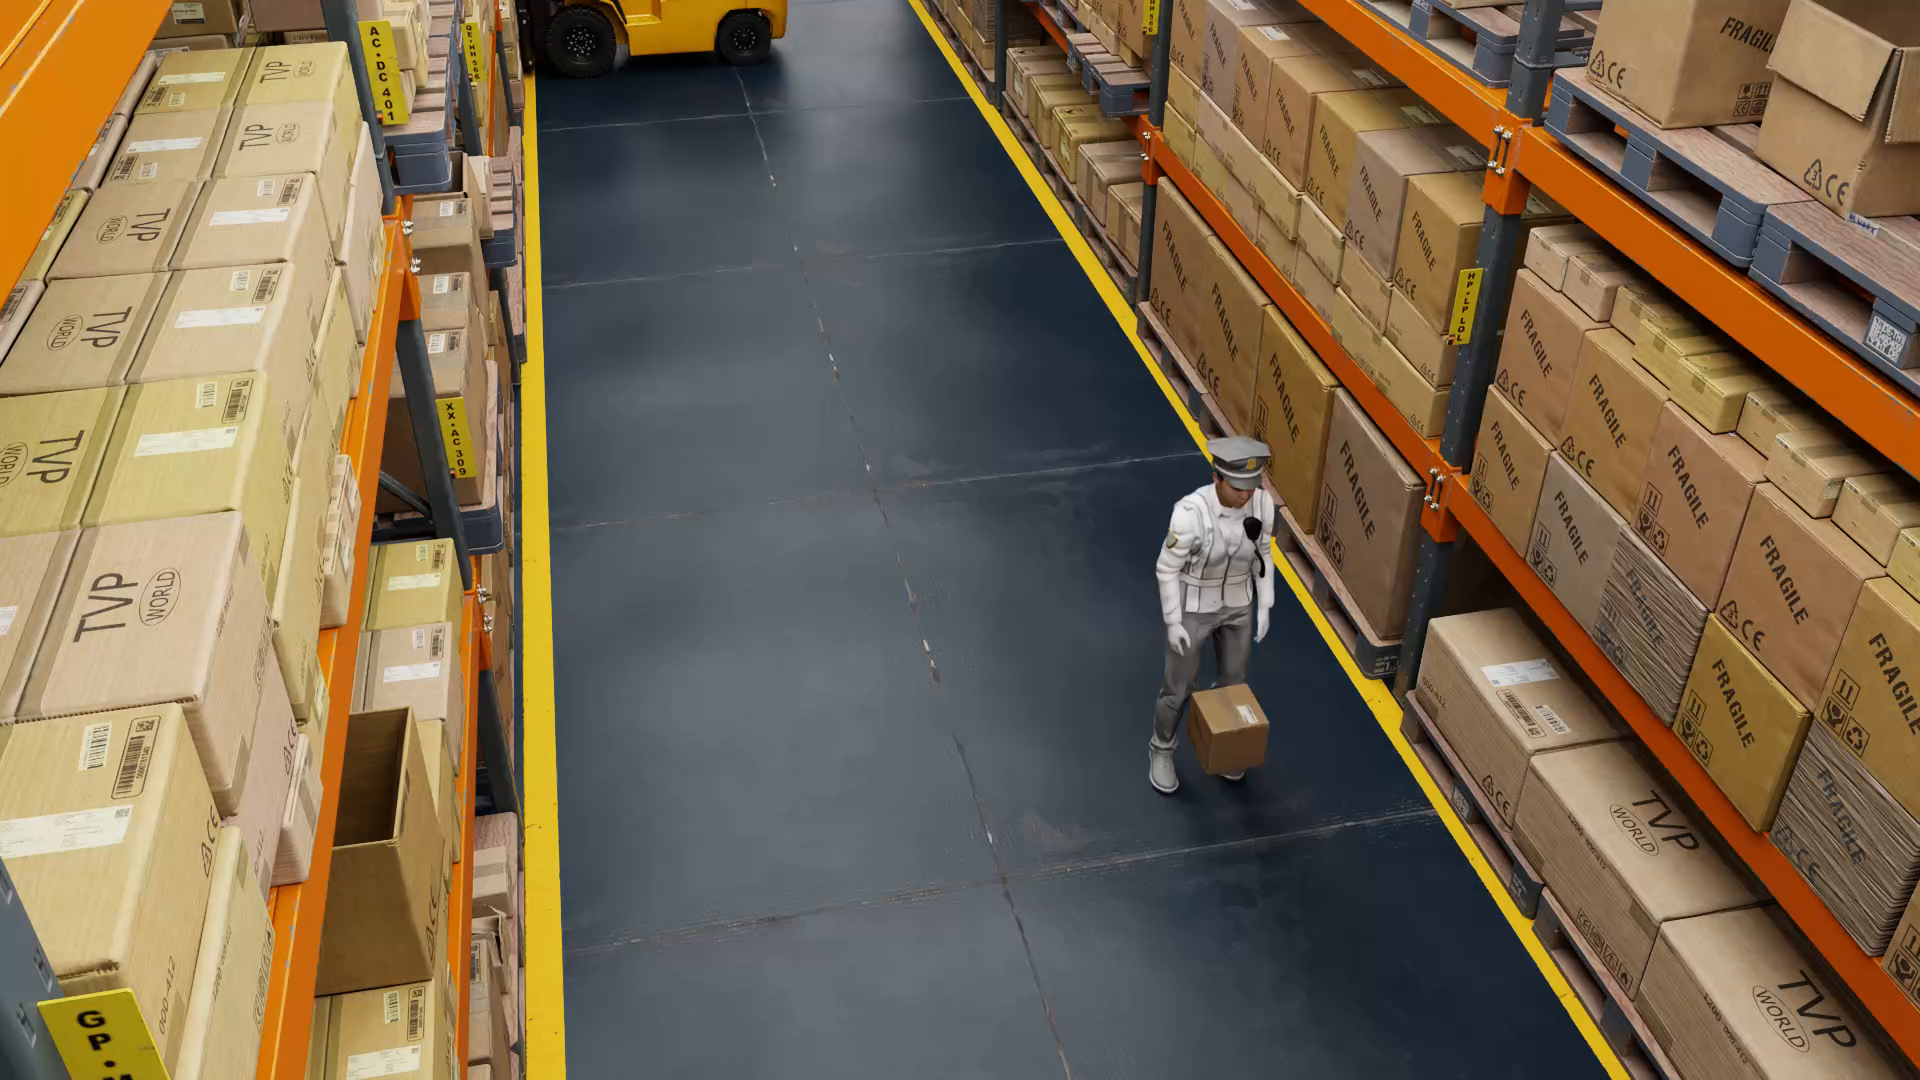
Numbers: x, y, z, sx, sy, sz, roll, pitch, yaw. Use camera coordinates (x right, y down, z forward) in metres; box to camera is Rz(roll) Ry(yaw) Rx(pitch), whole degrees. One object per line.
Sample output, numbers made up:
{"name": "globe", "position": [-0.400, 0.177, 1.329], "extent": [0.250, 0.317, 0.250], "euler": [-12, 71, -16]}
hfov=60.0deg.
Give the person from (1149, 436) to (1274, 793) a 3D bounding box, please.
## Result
{"name": "person", "position": [1.055, 0.293, 6.920], "extent": [0.510, 1.669, 0.359], "euler": [-9, 36, -12]}
